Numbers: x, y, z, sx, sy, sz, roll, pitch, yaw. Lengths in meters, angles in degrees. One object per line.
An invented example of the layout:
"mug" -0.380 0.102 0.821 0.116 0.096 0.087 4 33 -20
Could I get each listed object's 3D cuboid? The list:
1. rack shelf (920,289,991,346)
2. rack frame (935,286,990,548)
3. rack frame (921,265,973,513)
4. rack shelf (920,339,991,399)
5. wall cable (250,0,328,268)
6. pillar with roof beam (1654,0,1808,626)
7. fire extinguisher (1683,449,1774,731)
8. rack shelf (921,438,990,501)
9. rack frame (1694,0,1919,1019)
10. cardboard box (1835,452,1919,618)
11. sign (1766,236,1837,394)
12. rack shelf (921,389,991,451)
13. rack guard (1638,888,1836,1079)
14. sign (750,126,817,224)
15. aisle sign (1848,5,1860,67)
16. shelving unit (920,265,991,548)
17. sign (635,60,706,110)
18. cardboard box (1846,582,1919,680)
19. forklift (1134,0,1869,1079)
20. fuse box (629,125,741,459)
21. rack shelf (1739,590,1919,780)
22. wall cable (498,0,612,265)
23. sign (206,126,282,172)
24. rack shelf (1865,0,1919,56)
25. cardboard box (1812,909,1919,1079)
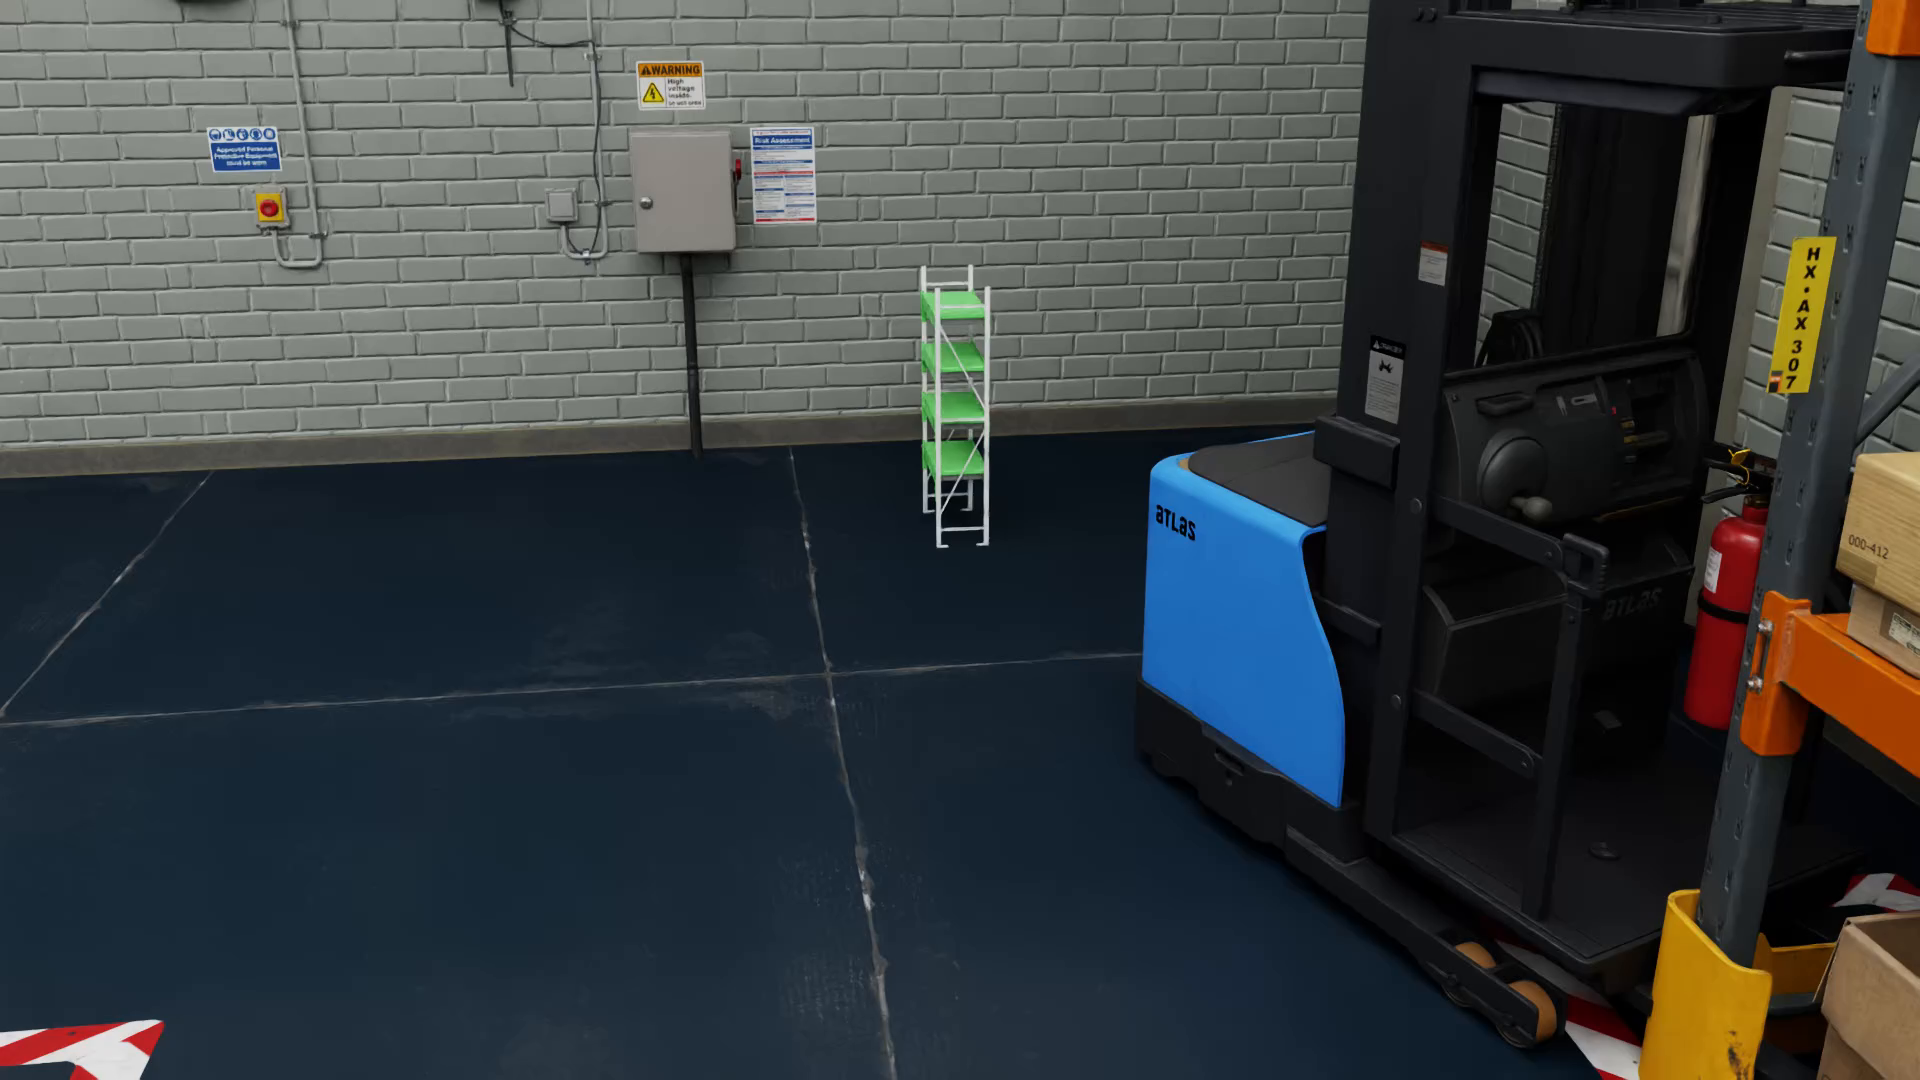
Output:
"rack shelf" -0.024 -1.009 7.514 0.258 0.148 0.480 -3 21 -8
"rack frame" 0.011 -0.535 7.433 0.240 1.200 0.015 -3 21 -8
"rack frame" -0.059 -0.704 7.886 0.240 1.200 0.015 -3 21 -8
"rack shelf" -0.024 -0.784 7.598 0.258 0.148 0.480 -3 21 -8
"wall cable" -3.474 -2.273 8.019 0.585 1.953 0.123 -3 21 -8
"pillar with roof beam" -1.483 -3.656 4.642 9.100 9.000 0.400 -3 21 -8
"fire extinguisher" 1.795 0.100 3.805 0.296 0.674 0.183 -3 21 -8
"rack shelf" -0.024 -0.335 7.766 0.258 0.148 0.480 -3 21 -8
"rack frame" 2.274 -0.083 3.652 1.000 3.000 0.127 -3 21 -8
"cardboard box" 2.072 0.018 3.169 0.500 0.250 0.500 -3 21 -7
"sign" 1.737 -0.461 3.427 0.100 0.325 0.005 -3 21 -8
"rack shelf" -0.024 -0.560 7.682 0.258 0.148 0.480 -3 21 -8
"rack guard" 2.285 1.114 4.019 1.175 0.500 0.348 -3 21 -8
"sign" -0.915 -1.890 8.626 0.329 0.494 0.001 -3 21 -8
"aisle sign" 1.973 -1.310 3.221 0.394 0.787 0.004 -3 21 -8
"shelving unit" -0.024 -0.619 7.660 0.258 1.200 0.503 -3 21 -8
"sign" -1.458 -2.294 8.391 0.339 0.242 0.001 -3 21 -8
"cardboard box" 2.050 0.162 3.354 0.380 0.149 0.250 -3 21 -8
"forklift" 1.745 -0.259 4.221 1.130 2.935 3.031 -11 23 -27
"fuse box" -1.374 -1.235 8.576 0.539 1.711 0.414 -3 21 -8
"rack shelf" 2.562 0.946 1.924 1.077 0.370 4.000 -3 21 -8
"wall cable" -2.072 -2.334 8.227 0.588 1.984 0.122 -3 21 -8
"sign" -3.530 -1.928 8.205 0.327 0.218 0.001 -3 21 -8
"rack shelf" 2.562 -0.459 1.399 1.077 0.370 4.000 -3 21 -8
"cardboard box" 2.268 1.106 3.436 0.797 0.503 0.637 -4 21 -10
